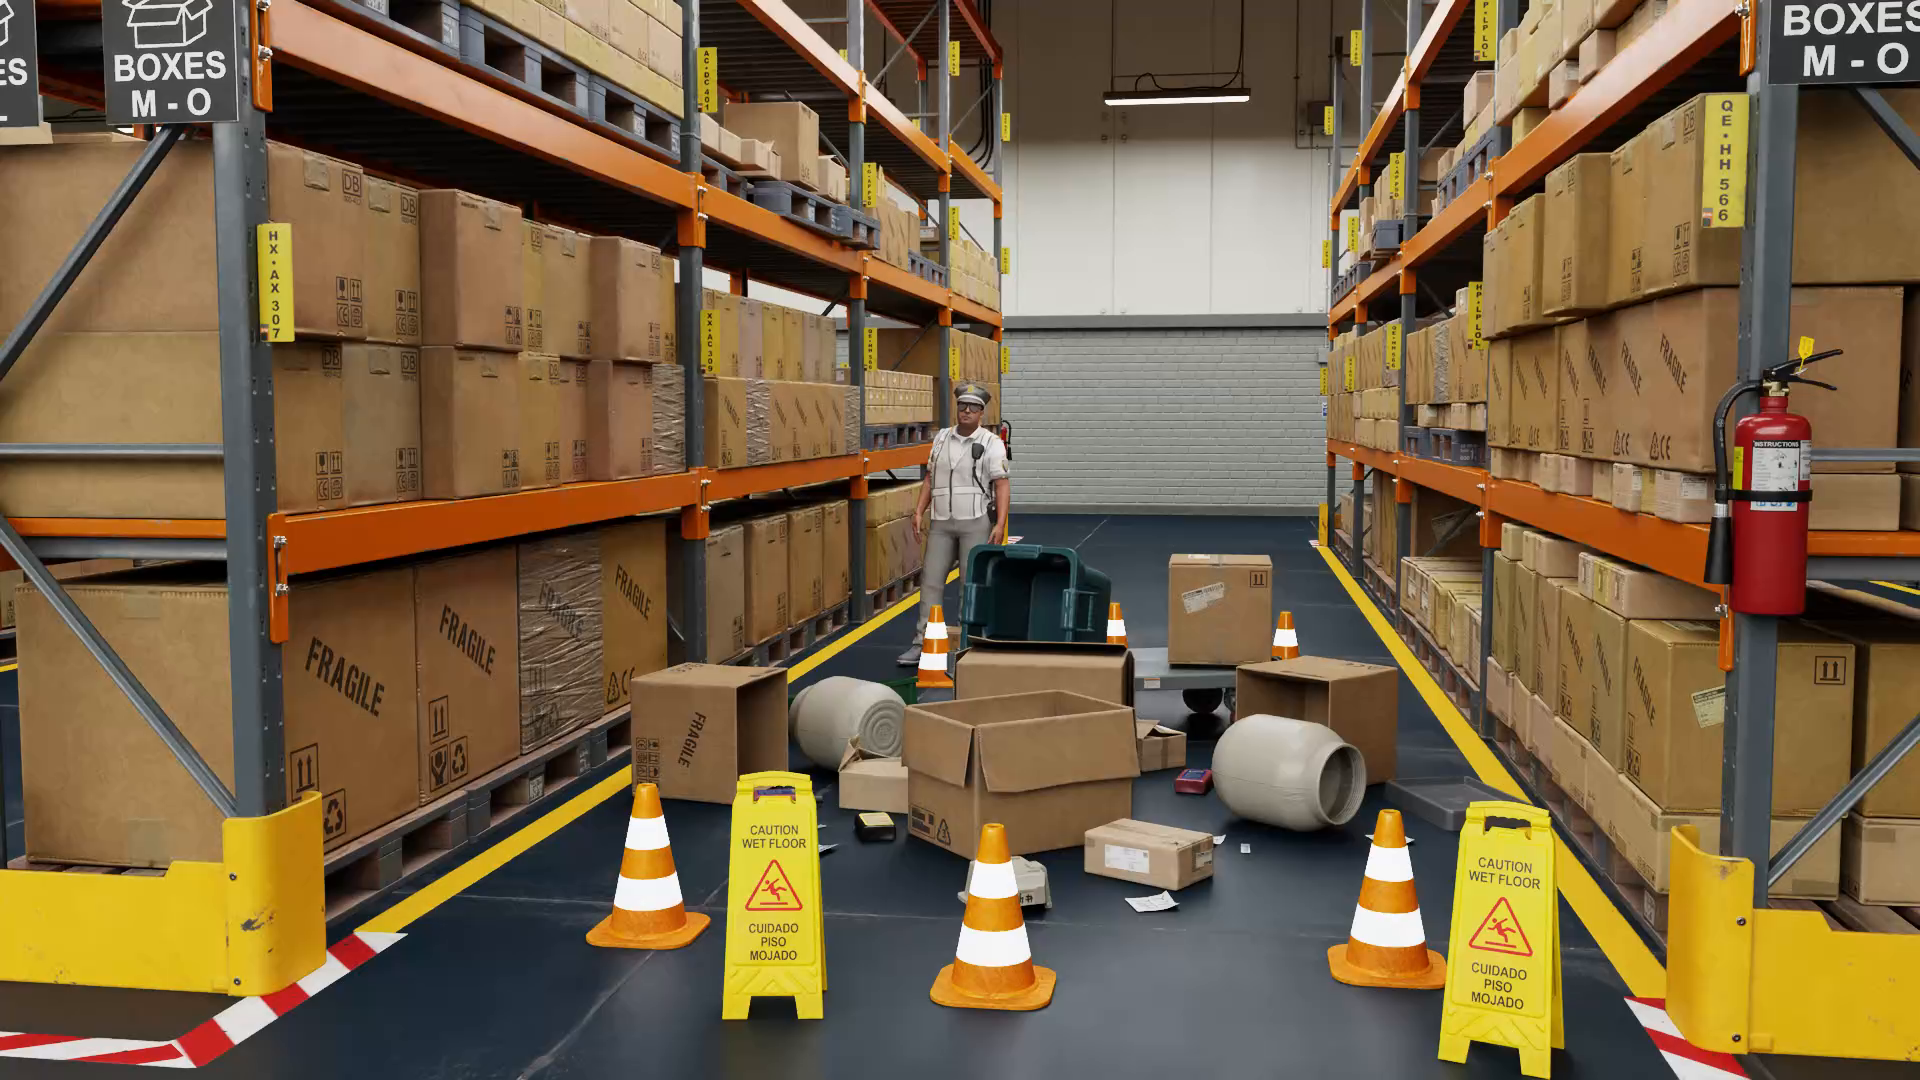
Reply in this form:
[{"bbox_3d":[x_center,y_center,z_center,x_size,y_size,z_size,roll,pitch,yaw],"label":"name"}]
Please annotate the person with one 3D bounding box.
[{"bbox_3d":[-0.026,-0.103,10.619,0.640,1.780,0.575,2,5,21],"label":"person"}]
